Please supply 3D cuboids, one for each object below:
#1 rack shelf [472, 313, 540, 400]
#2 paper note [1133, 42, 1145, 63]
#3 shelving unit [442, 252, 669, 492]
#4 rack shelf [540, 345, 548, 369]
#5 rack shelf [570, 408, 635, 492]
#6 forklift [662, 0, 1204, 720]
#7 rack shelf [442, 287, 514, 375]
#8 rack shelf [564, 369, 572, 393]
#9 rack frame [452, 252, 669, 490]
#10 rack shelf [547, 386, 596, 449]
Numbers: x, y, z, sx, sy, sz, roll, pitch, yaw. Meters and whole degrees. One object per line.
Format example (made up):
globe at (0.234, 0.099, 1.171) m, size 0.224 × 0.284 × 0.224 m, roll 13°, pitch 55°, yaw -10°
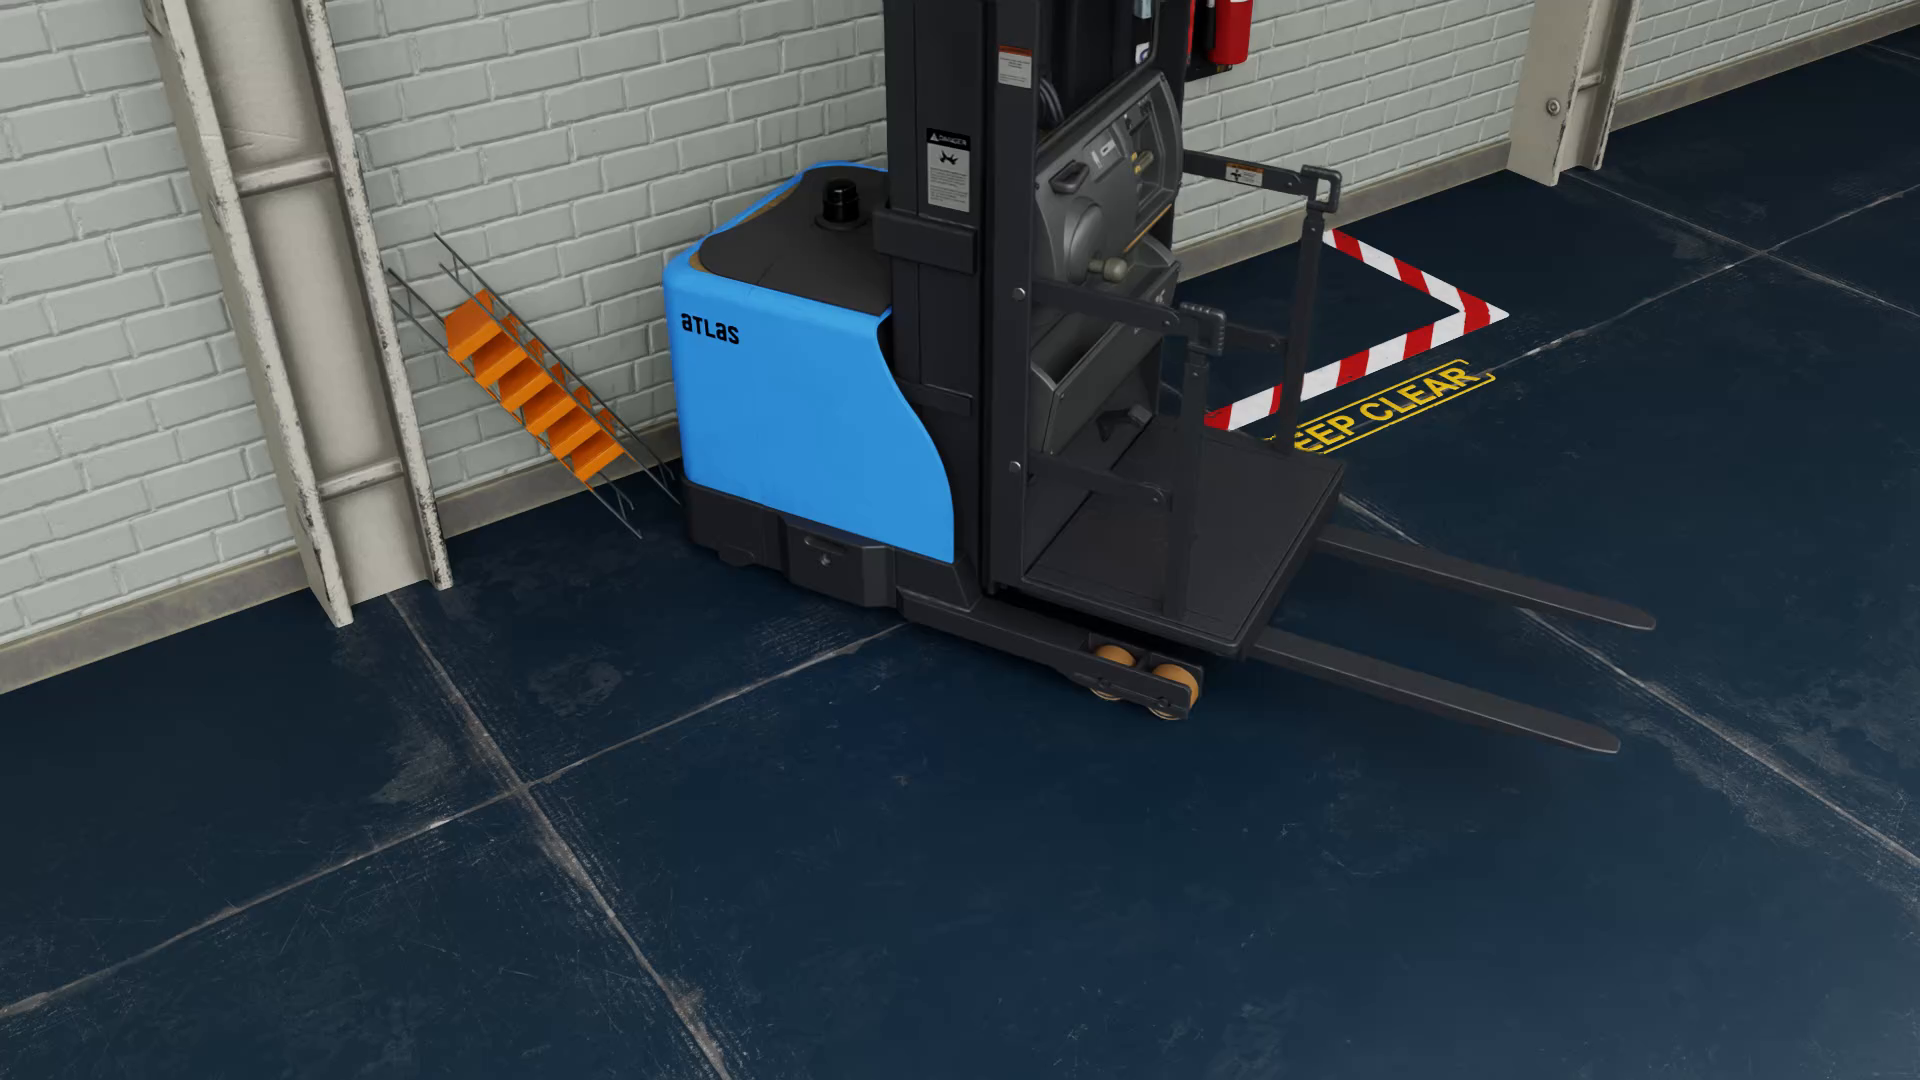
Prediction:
rack shelf at (-1.465, -0.596, 5.335) m, size 0.180 × 0.103 × 0.258 m, roll -36°, pitch 39°, yaw 6°
paper note at (0.744, -1.895, 6.570) m, size 0.142 × 0.148 × 0.016 m, roll -22°, pitch 41°, yaw -28°
shelving unit at (-1.366, -0.481, 5.458) m, size 0.183 × 1.046 × 0.258 m, roll -36°, pitch 39°, yaw 6°
rack shelf at (-1.415, -0.536, 5.398) m, size 0.166 × 0.020 × 0.199 m, roll -36°, pitch 39°, yaw 6°
rack shelf at (-1.223, -0.311, 5.636) m, size 0.180 × 0.103 × 0.258 m, roll -36°, pitch 39°, yaw 6°
forklift at (0.613, -1.005, 4.638) m, size 3.031 × 2.935 × 1.130 m, roll 17°, pitch 39°, yaw 22°
rack shelf at (-1.526, -0.667, 5.260) m, size 0.180 × 0.103 × 0.258 m, roll -36°, pitch 39°, yaw 6°
rack shelf at (-1.354, -0.465, 5.473) m, size 0.166 × 0.020 × 0.199 m, roll -36°, pitch 39°, yaw 6°
rack frame at (-1.293, -0.533, 5.448) m, size 0.002 × 1.046 × 0.228 m, roll -36°, pitch 39°, yaw 6°
rack shelf at (-1.298, -0.398, 5.544) m, size 0.171 × 0.034 × 0.221 m, roll -36°, pitch 39°, yaw 6°
